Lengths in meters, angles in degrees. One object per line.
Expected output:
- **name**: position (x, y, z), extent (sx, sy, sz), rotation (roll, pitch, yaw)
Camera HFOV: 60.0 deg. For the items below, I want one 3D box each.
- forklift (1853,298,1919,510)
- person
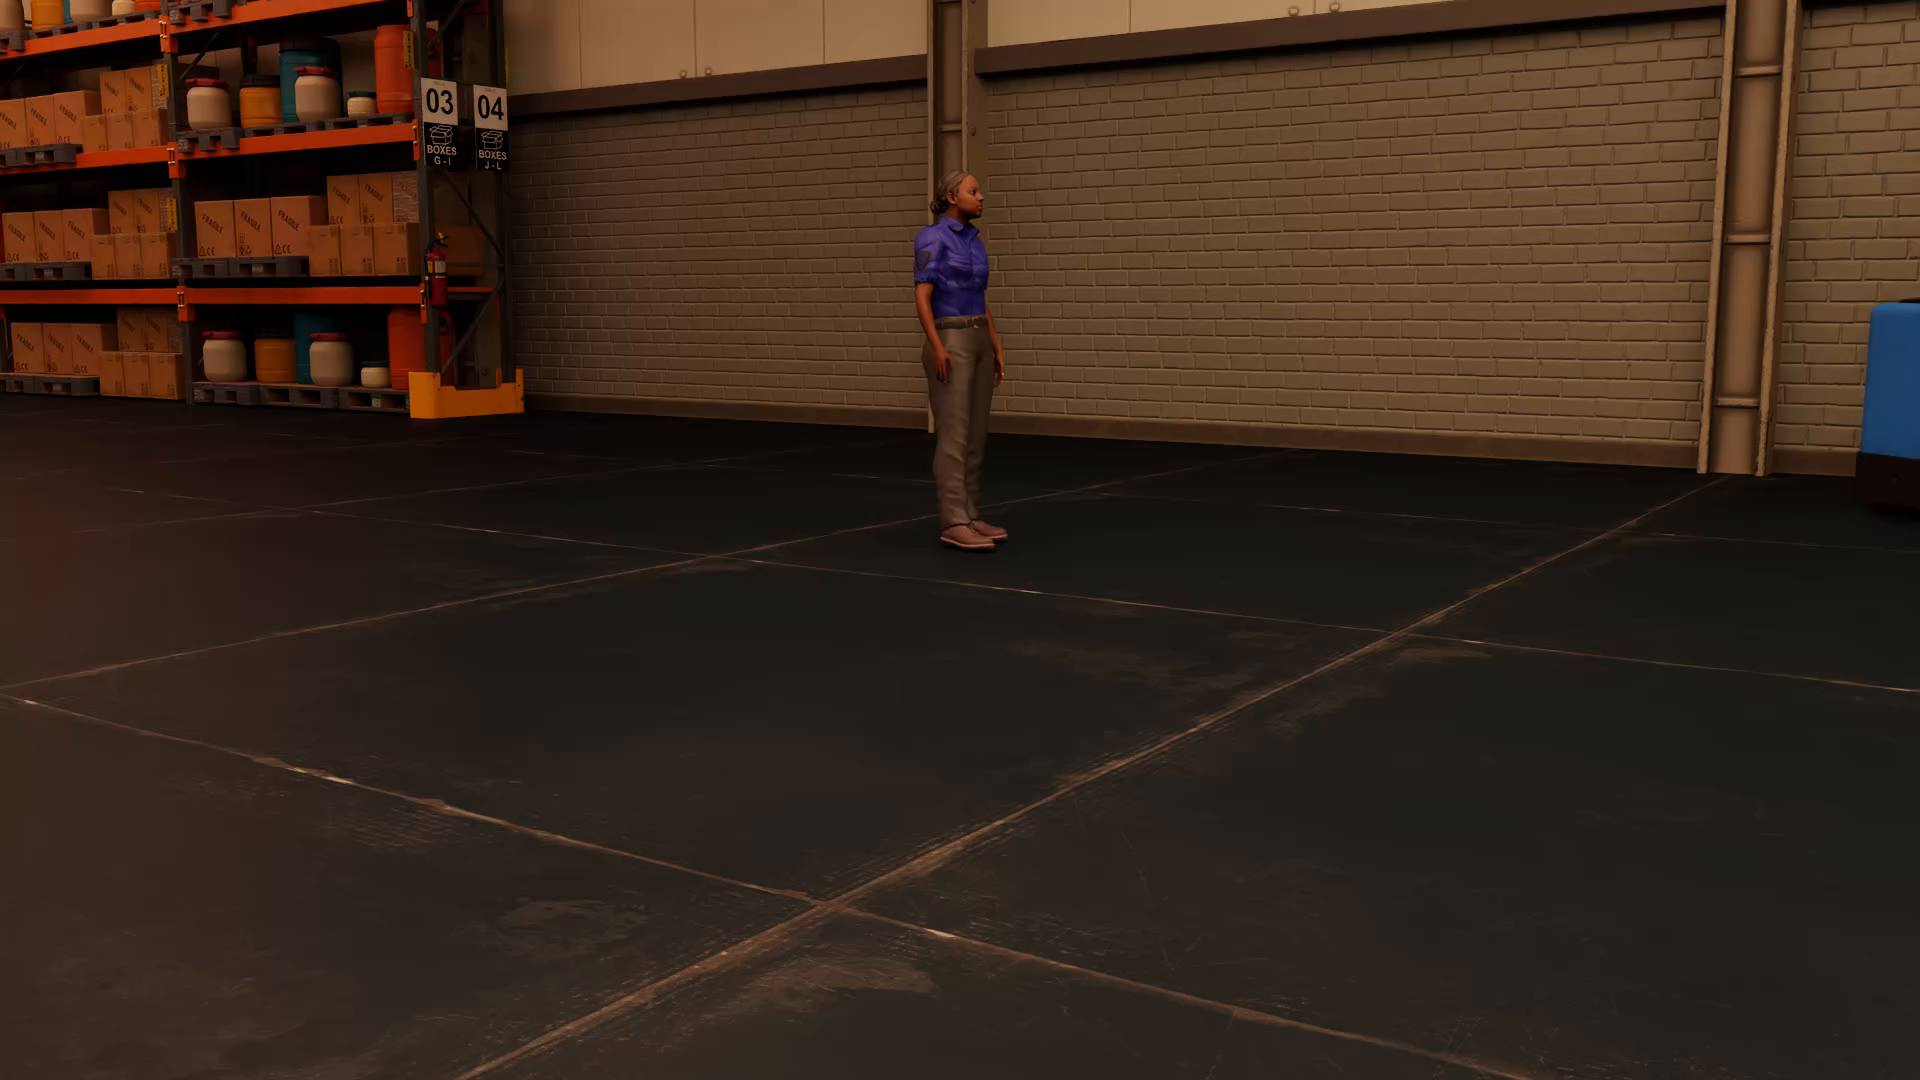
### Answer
- **forklift**: position (6.190, -1.562, 8.180), extent (3.031, 2.935, 1.130), rotation (-1, 8, -8)
- **person**: position (0.062, -0.817, 7.421), extent (0.503, 1.656, 0.569), rotation (5, 10, 34)
